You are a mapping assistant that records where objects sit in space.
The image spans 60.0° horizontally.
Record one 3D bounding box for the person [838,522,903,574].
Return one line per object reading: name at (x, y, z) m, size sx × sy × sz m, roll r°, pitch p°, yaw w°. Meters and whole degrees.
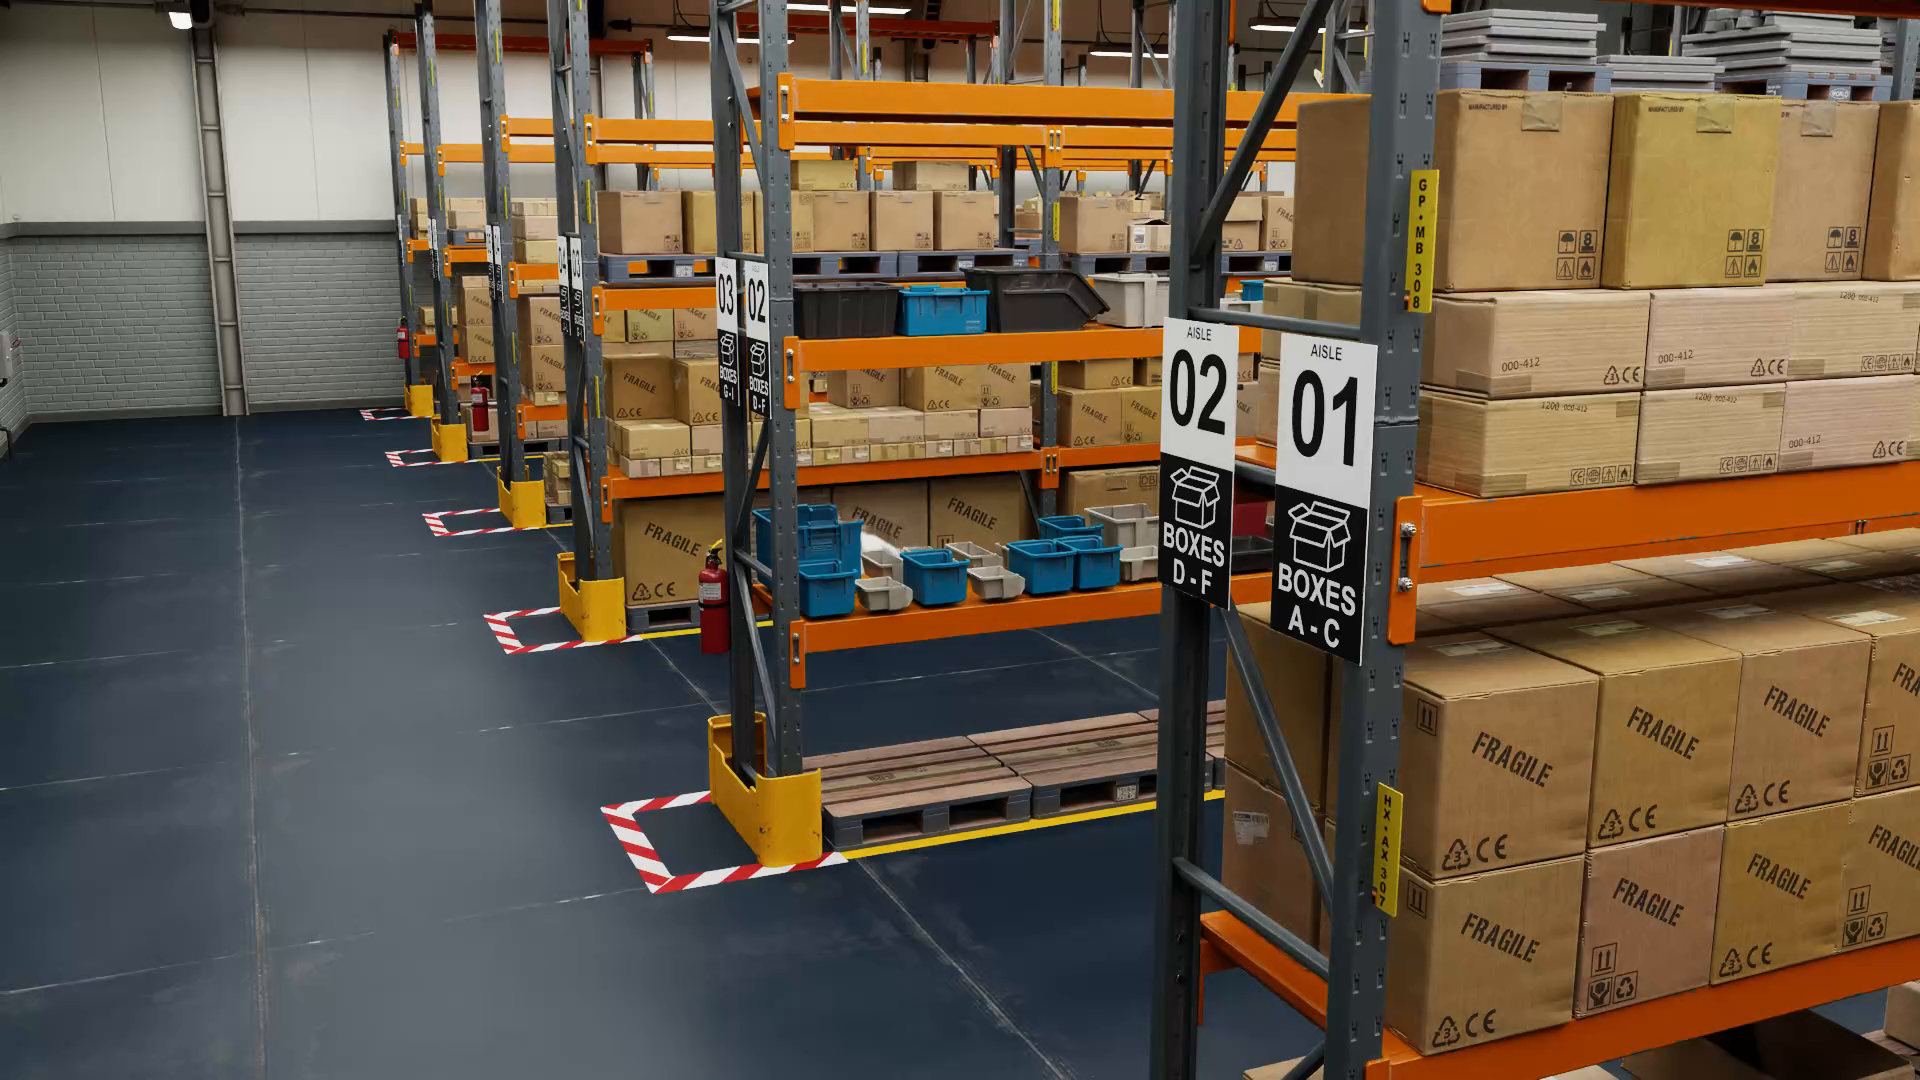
person at (-0.783, 0.325, 13.390) m, size 0.925 × 0.986 × 0.582 m, roll -5°, pitch 13°, yaw -24°
